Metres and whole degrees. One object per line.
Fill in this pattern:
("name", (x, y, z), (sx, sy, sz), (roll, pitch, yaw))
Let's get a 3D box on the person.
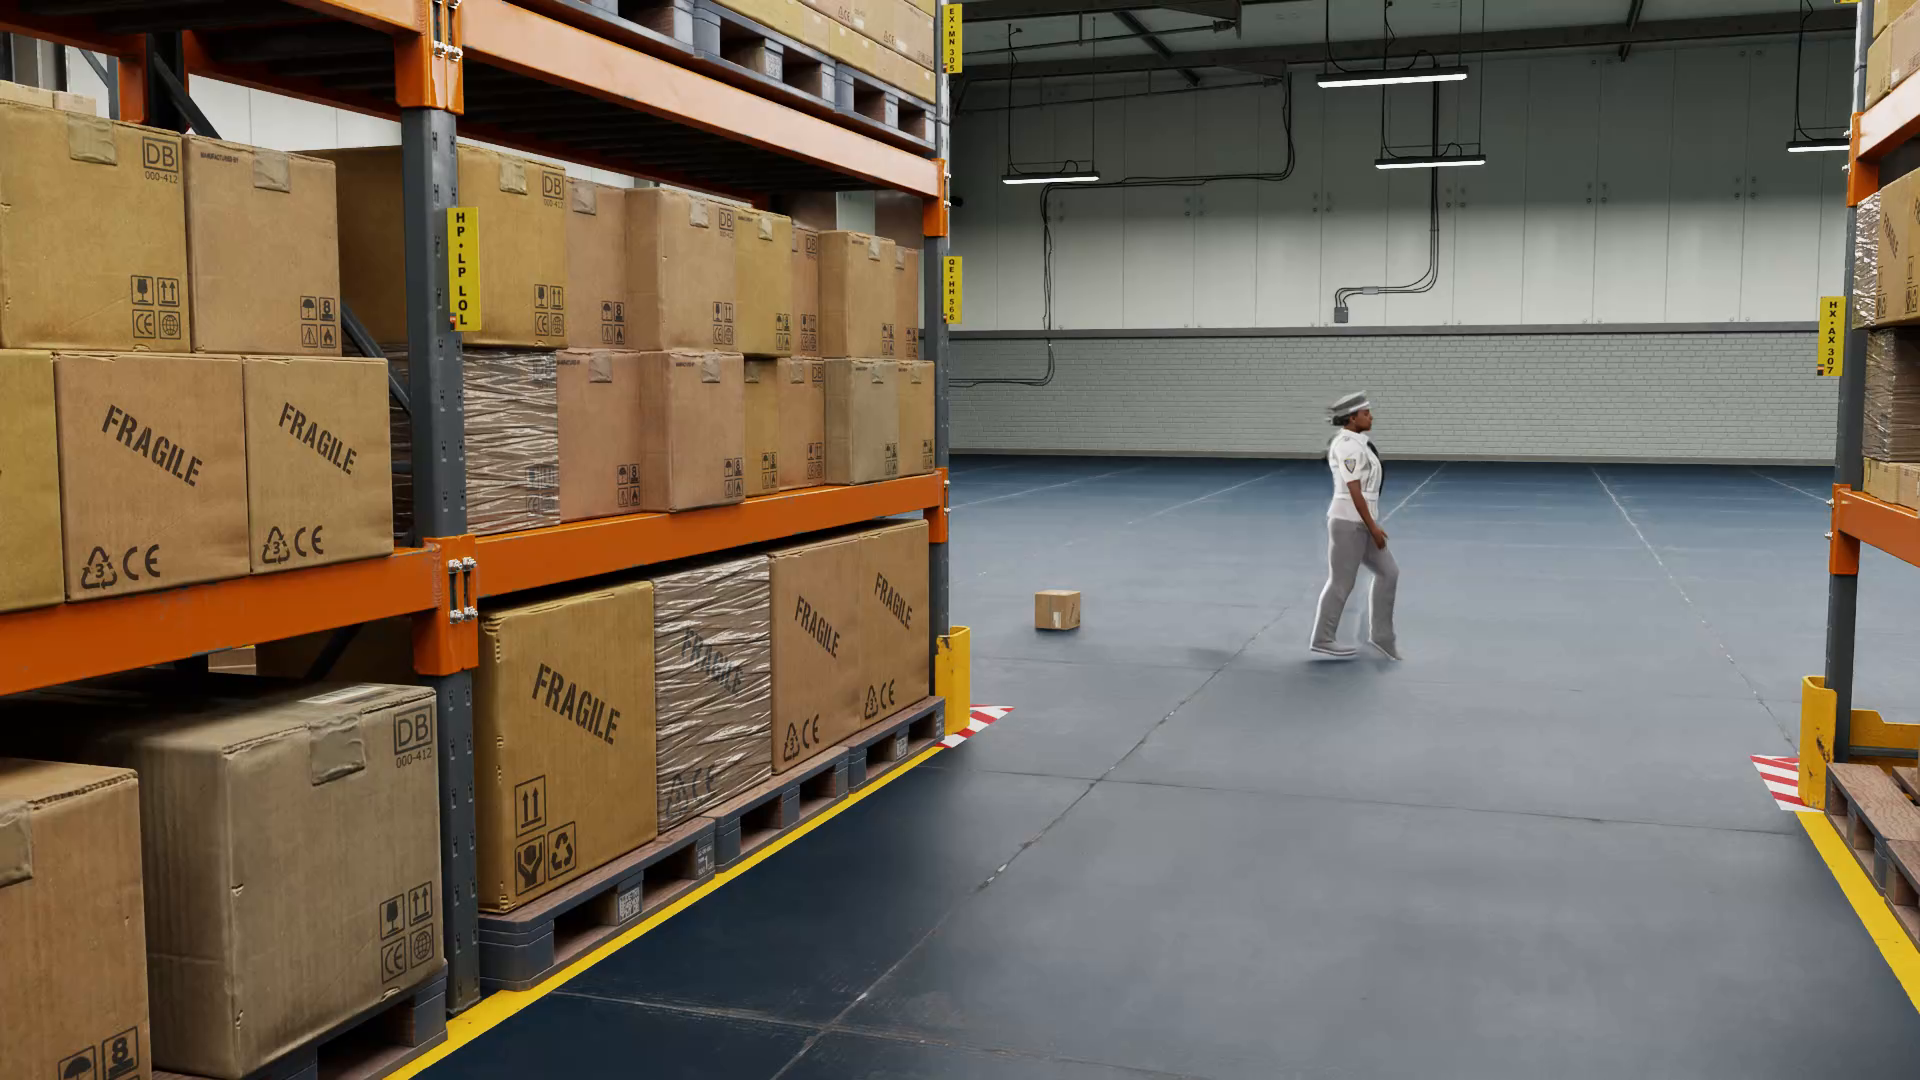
("person", (2.519, -0.064, 10.466), (0.593, 1.759, 0.446), (2, 6, 22))
